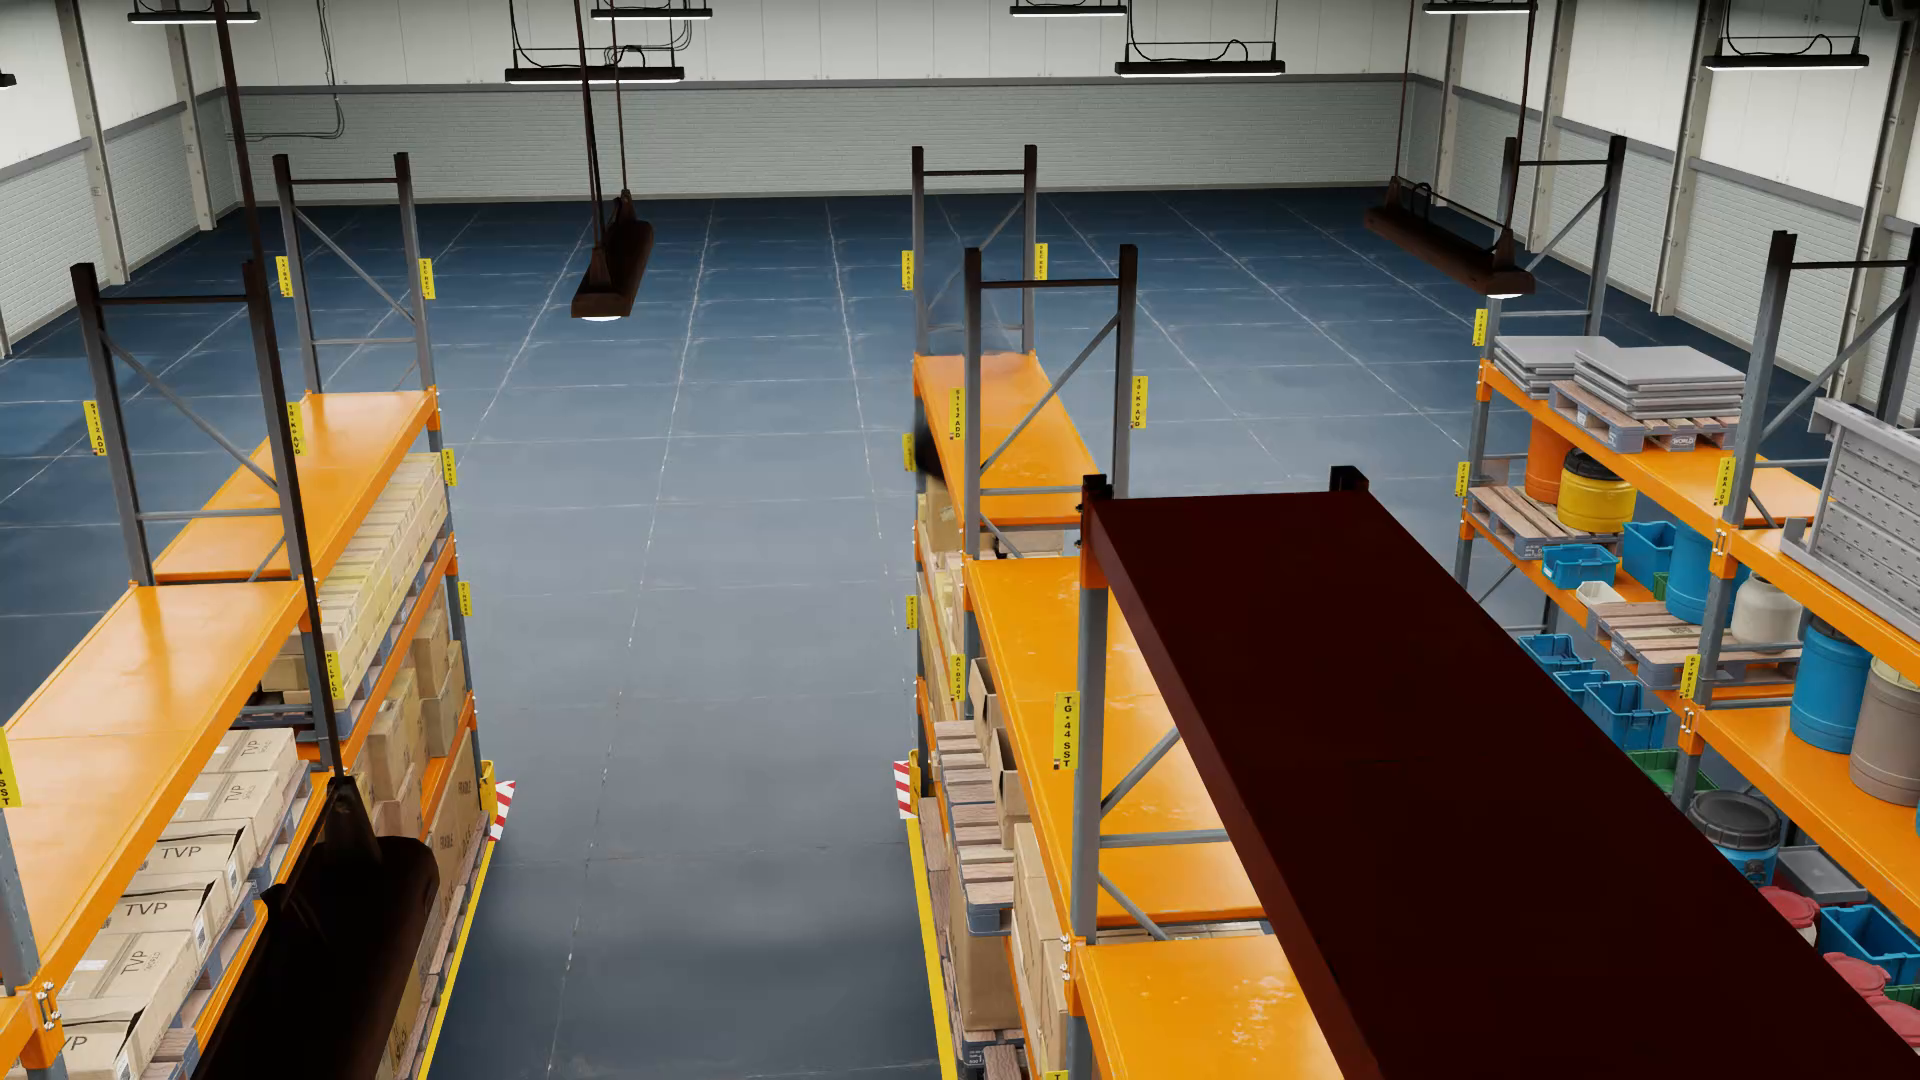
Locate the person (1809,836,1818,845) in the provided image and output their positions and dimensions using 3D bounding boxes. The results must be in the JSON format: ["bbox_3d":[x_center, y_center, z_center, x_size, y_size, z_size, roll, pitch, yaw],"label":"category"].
[{"bbox_3d":[7.391,2.133,14.039,0.599,1.660,0.554,-5,22,-12],"label":"person"}]
